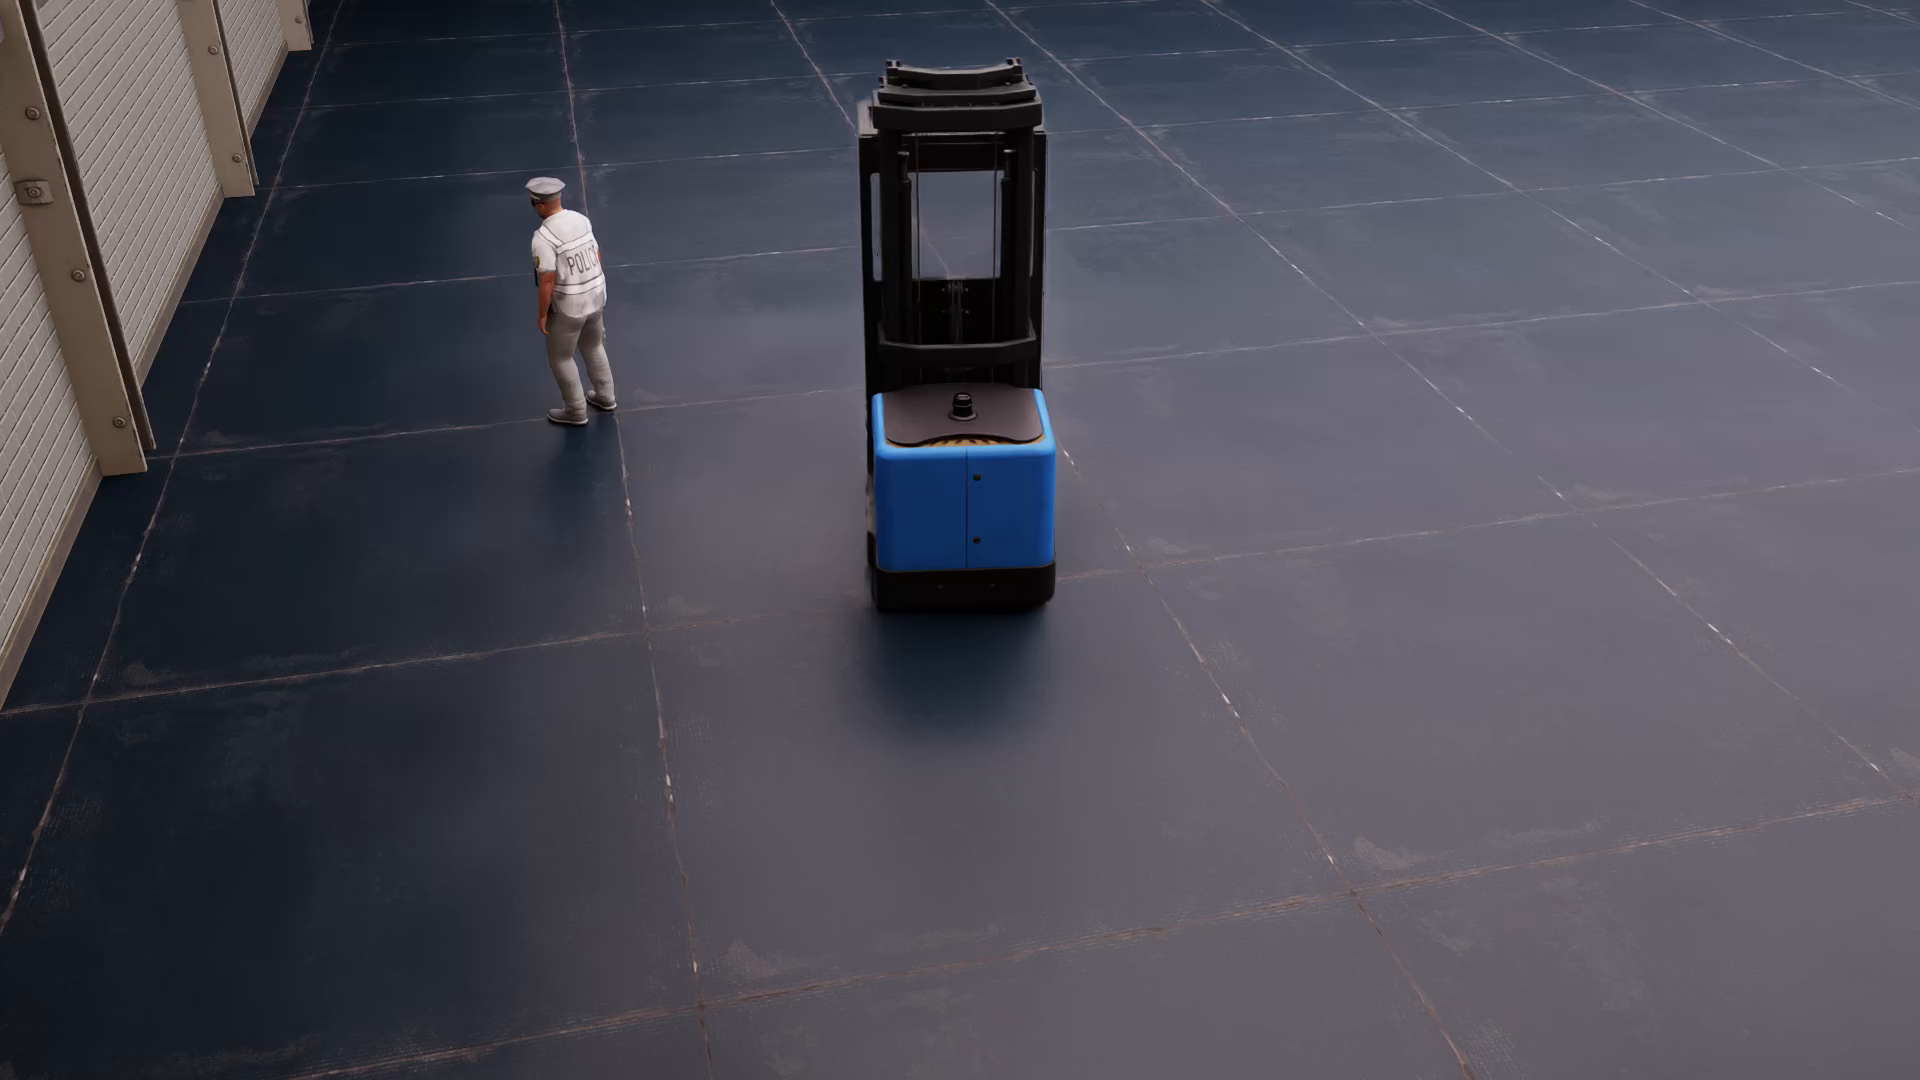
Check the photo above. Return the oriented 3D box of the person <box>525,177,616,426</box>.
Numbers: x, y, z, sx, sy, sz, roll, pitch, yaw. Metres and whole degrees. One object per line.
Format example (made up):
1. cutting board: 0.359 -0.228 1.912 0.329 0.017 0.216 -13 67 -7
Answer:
1. person: -2.709 -1.654 11.612 0.443 1.747 0.604 17 34 27

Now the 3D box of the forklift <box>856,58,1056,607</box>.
1. forklift: -0.062 -1.585 10.313 1.130 2.935 3.031 -2 30 -3
